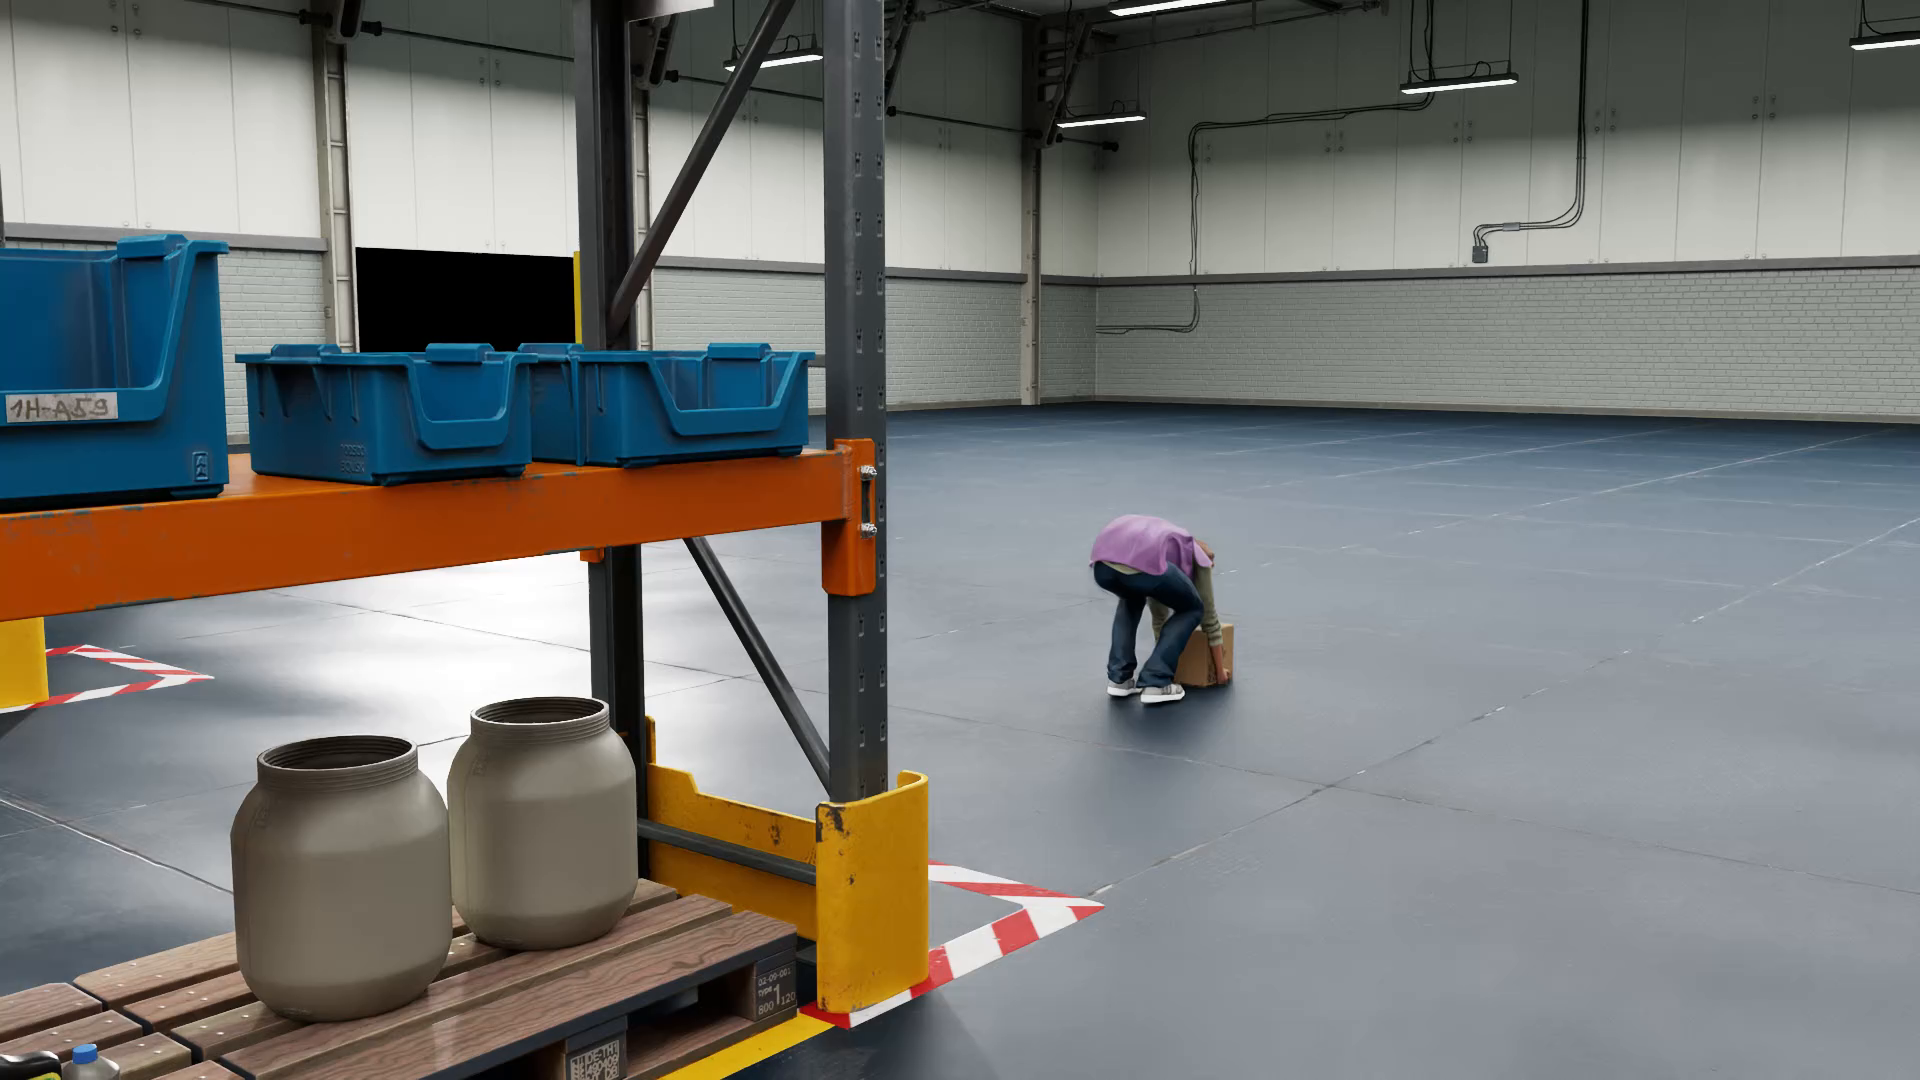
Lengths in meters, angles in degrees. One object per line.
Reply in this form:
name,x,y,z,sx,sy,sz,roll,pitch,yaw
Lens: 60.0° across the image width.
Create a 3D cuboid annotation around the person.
person,0.878,0.286,7.334,0.424,0.815,0.861,5,9,36
